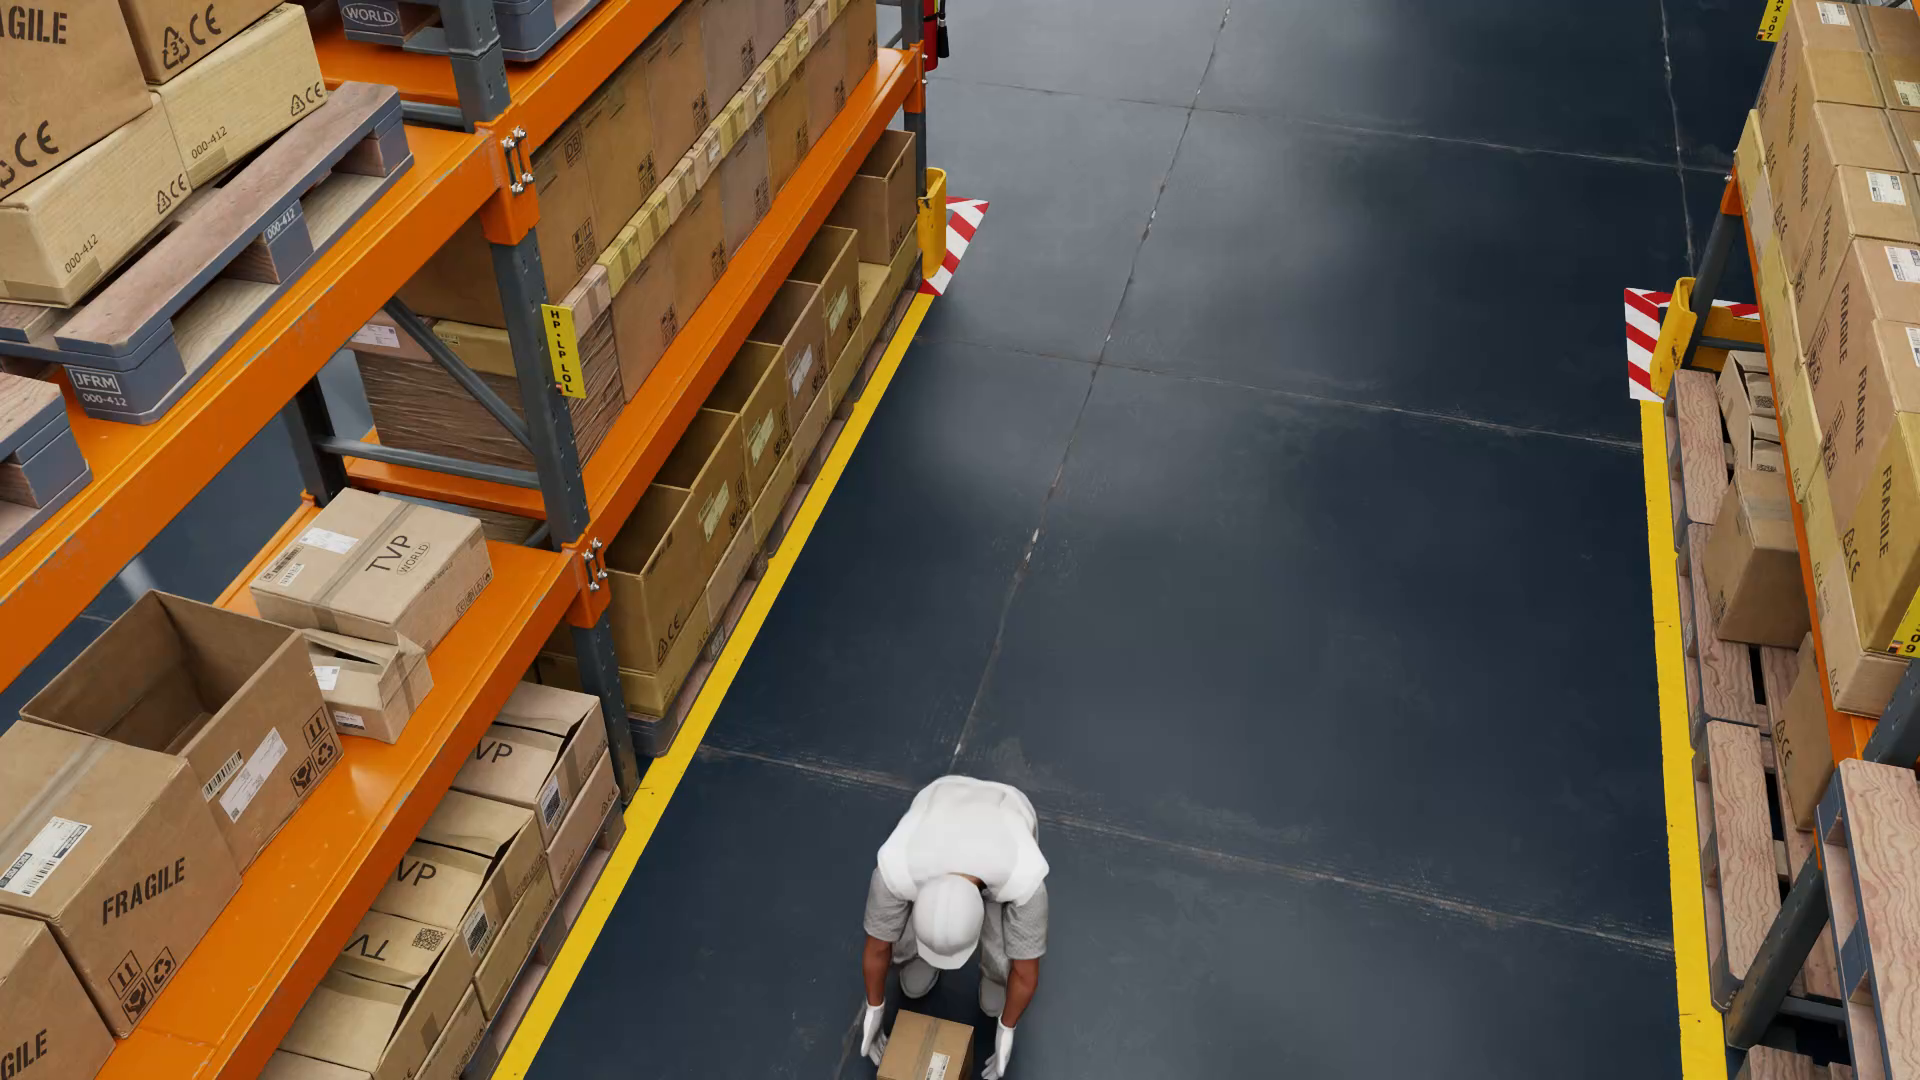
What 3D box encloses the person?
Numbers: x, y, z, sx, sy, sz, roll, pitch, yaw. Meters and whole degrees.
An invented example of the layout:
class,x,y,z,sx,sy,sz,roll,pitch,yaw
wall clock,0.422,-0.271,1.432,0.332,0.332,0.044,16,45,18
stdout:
class,x,y,z,sx,sy,sz,roll,pitch,yaw
person,0.023,1.182,5.341,0.584,1.038,0.895,10,42,11
